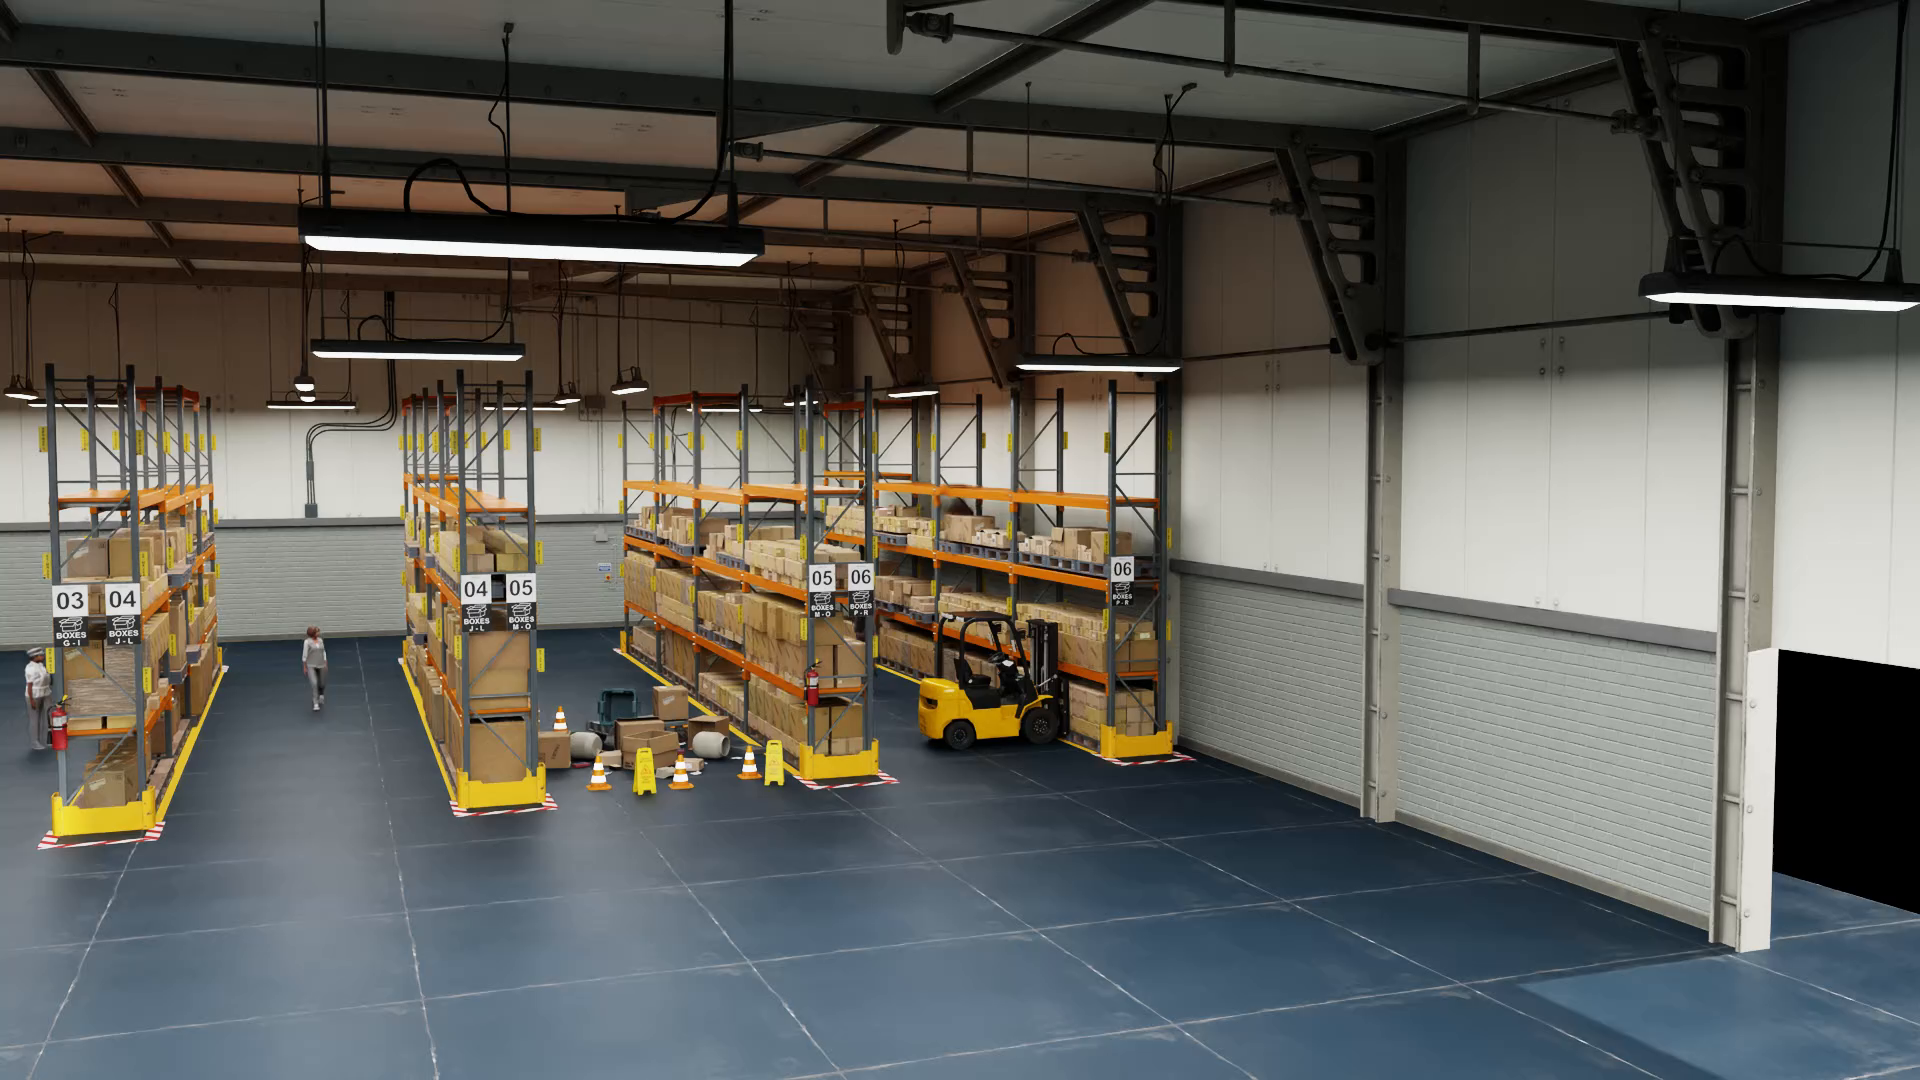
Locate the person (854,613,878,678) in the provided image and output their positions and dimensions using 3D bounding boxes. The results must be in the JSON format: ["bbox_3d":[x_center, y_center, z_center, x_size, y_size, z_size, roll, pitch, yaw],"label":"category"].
[{"bbox_3d":[-1.909,1.955,34.026,0.581,1.725,0.417,3,4,41],"label":"person"}]

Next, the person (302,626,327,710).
[{"bbox_3d":[-12.122,2.381,31.237,0.435,1.559,0.703,-2,4,-26],"label":"person"}]

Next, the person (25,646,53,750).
[{"bbox_3d":[-15.059,2.580,27.208,0.378,1.694,0.512,1,3,14],"label":"person"}]
